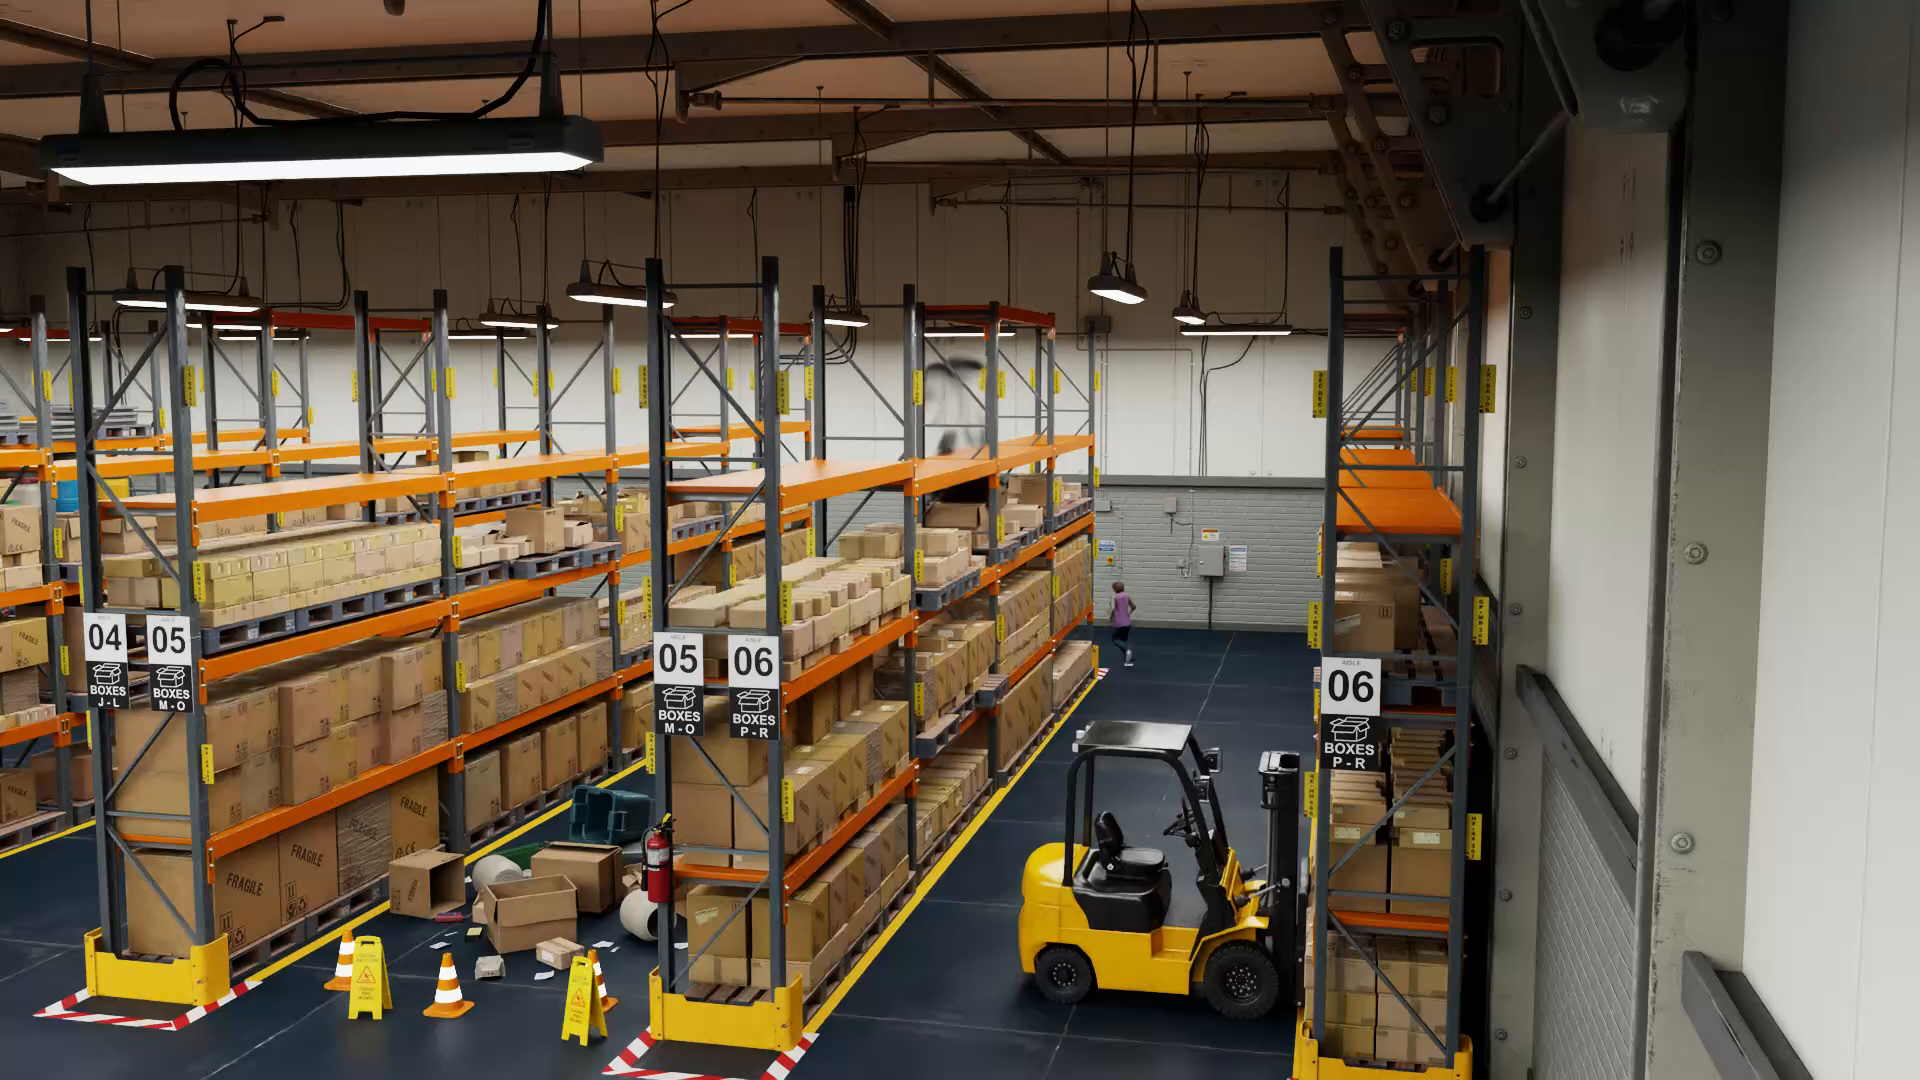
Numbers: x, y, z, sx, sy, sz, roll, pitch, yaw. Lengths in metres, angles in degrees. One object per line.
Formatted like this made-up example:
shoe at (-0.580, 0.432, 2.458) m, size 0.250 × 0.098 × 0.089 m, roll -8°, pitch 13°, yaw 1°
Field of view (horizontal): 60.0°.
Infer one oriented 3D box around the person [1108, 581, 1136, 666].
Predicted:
person at (2.815, 1.480, 29.088) m, size 0.590 × 1.527 × 0.494 m, roll -3°, pitch 7°, yaw -29°
